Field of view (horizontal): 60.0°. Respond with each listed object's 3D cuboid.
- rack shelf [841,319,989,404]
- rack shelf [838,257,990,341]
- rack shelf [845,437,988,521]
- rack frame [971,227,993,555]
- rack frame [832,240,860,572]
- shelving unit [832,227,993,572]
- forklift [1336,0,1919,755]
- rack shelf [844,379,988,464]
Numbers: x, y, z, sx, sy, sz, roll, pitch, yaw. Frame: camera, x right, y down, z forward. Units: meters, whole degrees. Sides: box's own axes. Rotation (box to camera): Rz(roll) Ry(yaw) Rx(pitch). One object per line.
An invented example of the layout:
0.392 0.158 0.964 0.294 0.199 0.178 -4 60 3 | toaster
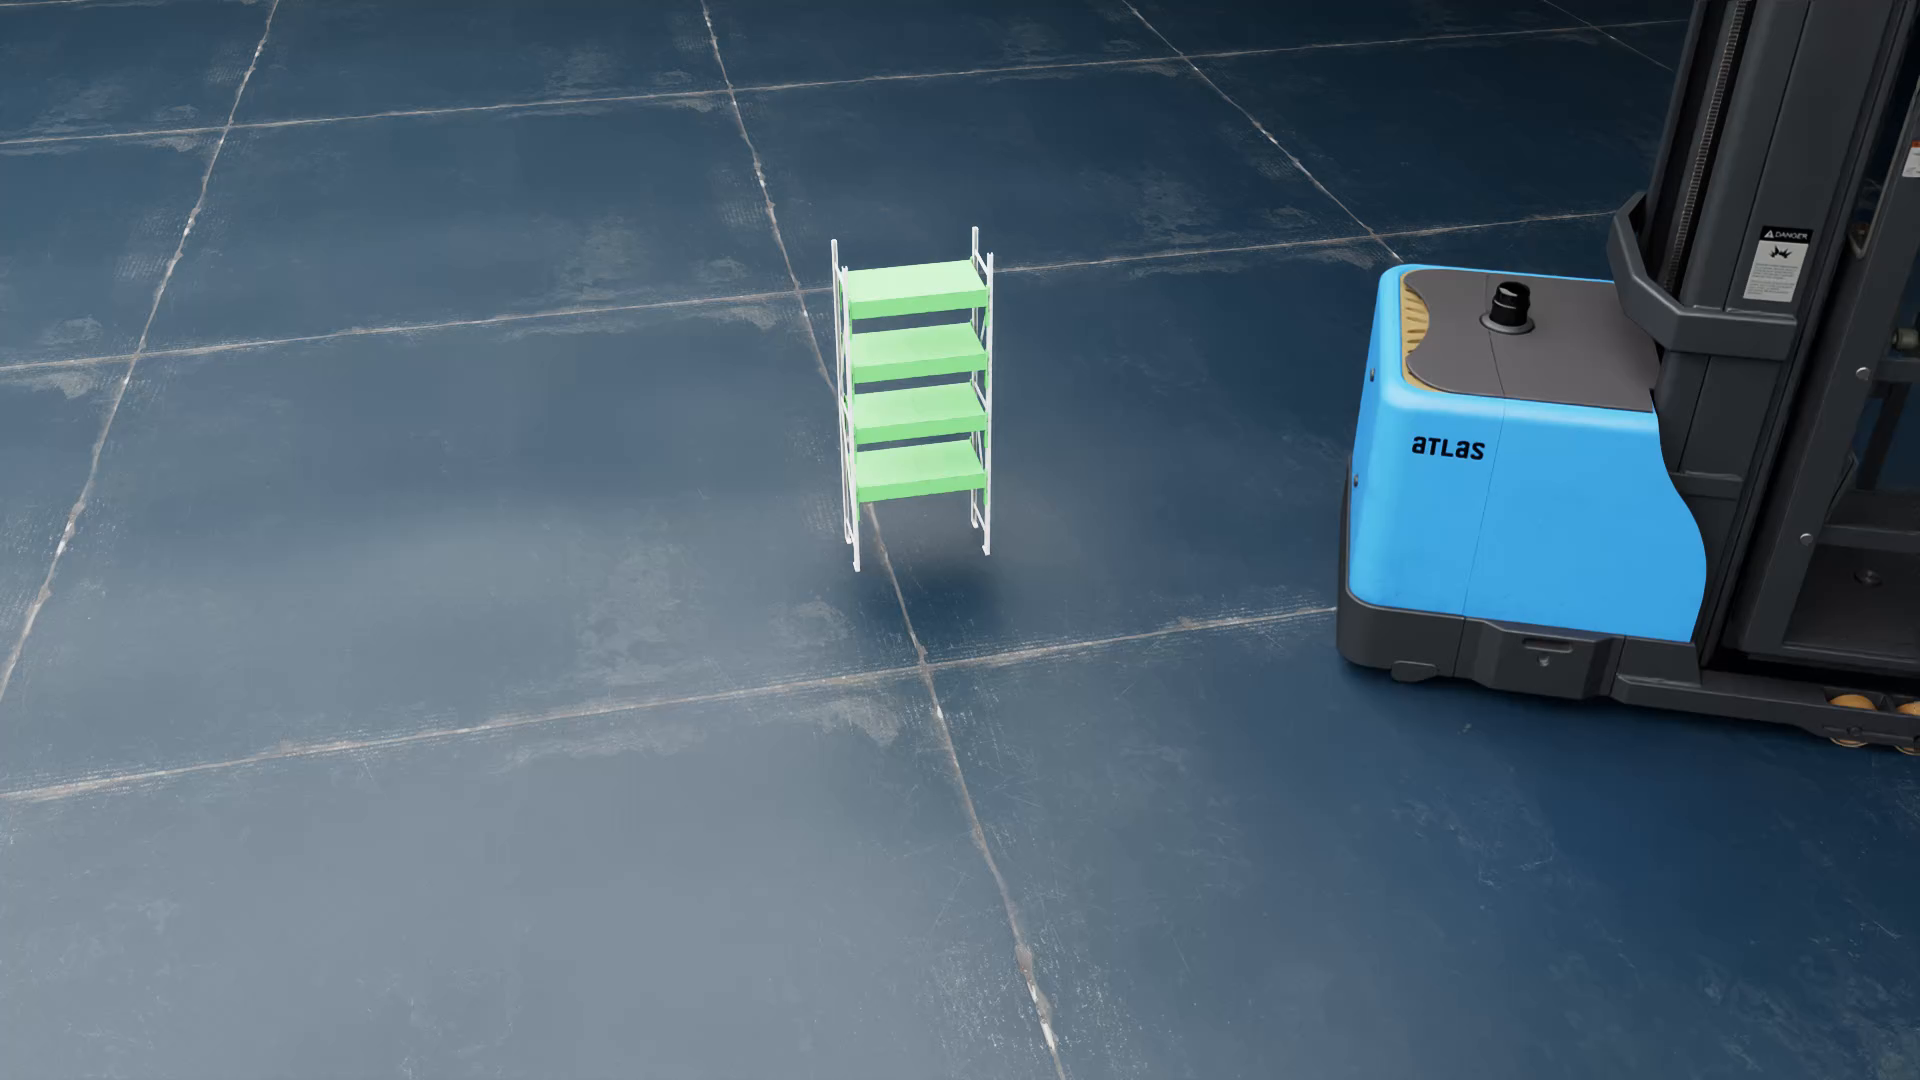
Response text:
-0.161 -0.624 5.787 0.480 0.148 0.258 -7 35 -11 | rack shelf
-0.161 -0.823 5.653 0.480 0.148 0.258 -7 35 -11 | rack shelf
-0.161 -0.226 6.055 0.480 0.148 0.258 -7 35 -11 | rack shelf
0.077 -0.508 5.930 0.015 1.200 0.240 -7 35 -11 | rack frame
-0.399 -0.448 5.841 0.015 1.200 0.240 -7 35 -11 | rack frame
-0.161 -0.478 5.885 0.503 1.200 0.258 -7 35 -11 | shelving unit
2.835 -0.864 4.907 3.031 2.935 1.130 7 34 10 | forklift
-0.161 -0.425 5.921 0.480 0.148 0.258 -7 35 -11 | rack shelf
